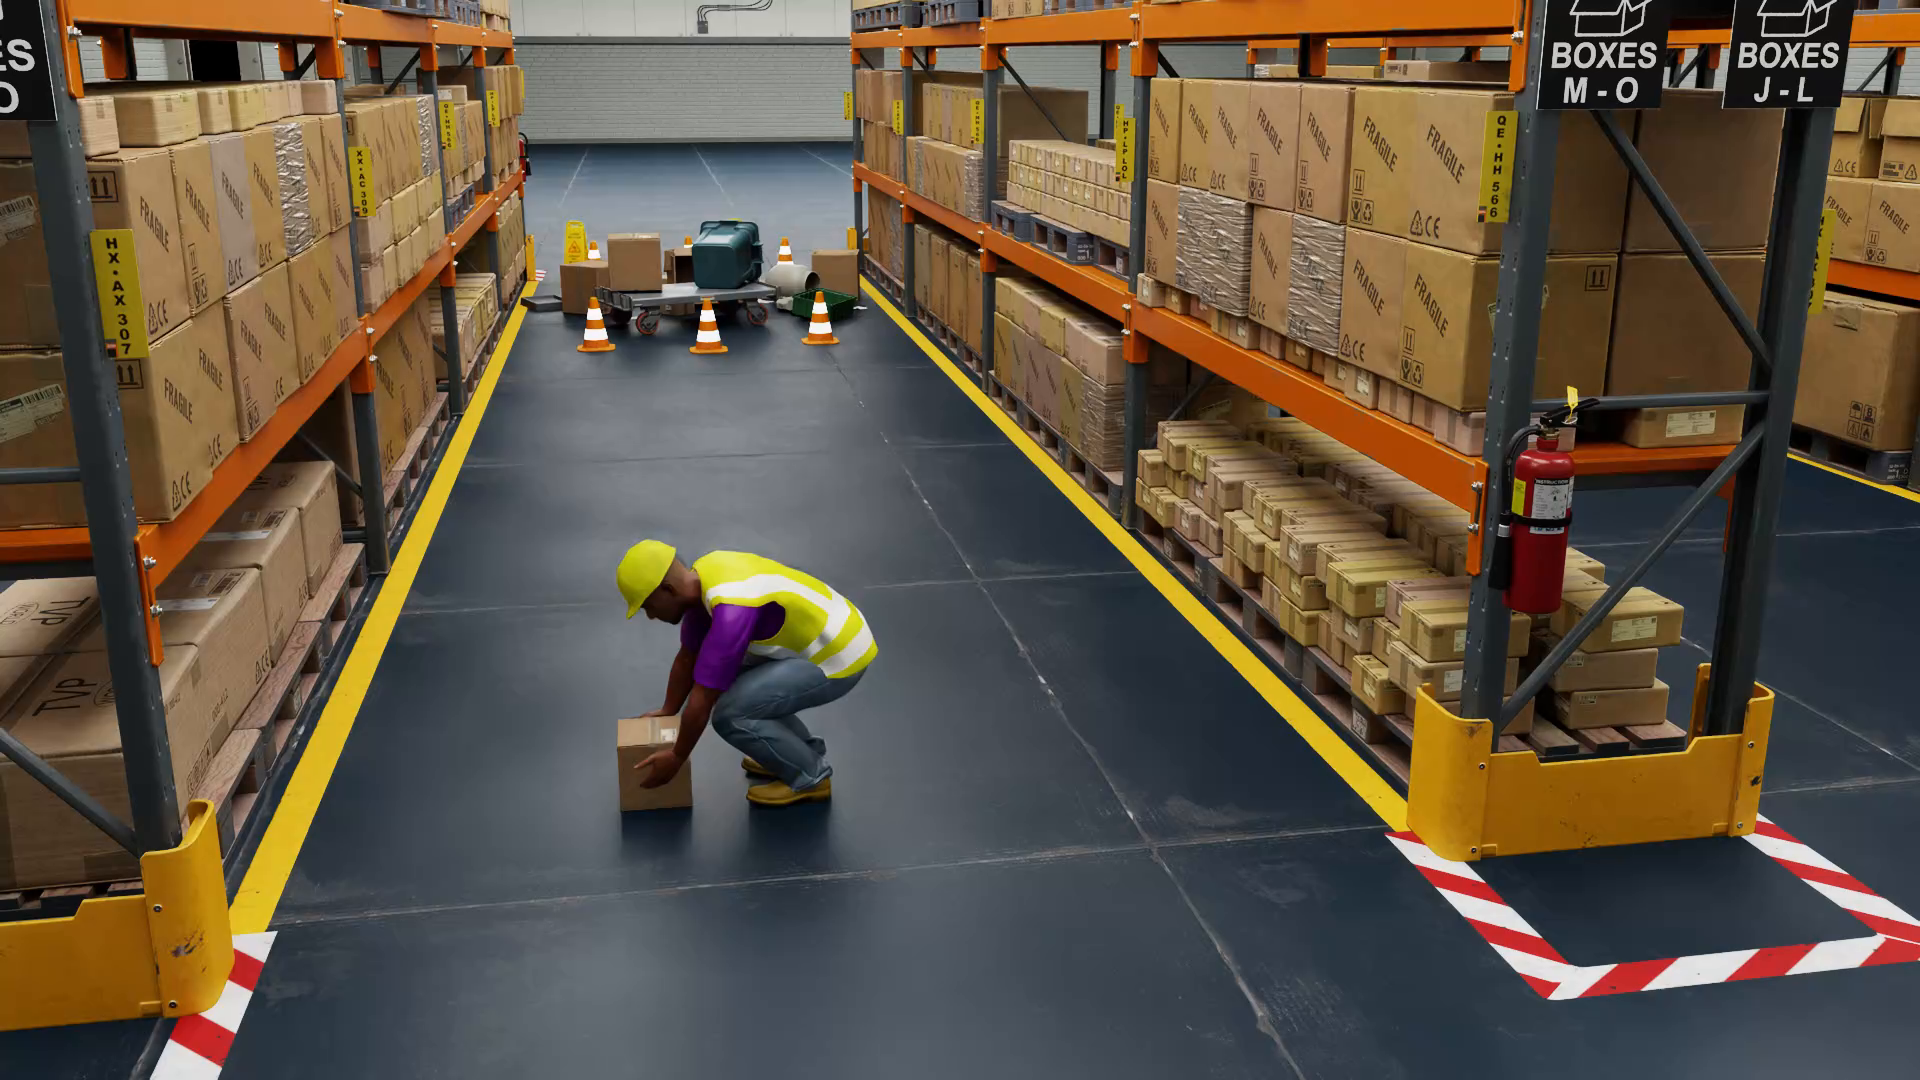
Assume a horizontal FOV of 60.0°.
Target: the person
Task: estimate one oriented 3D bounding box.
[{"bbox_3d":[-0.739,0.447,5.883,0.893,0.975,0.580,-3,17,-11],"label":"person"}]
